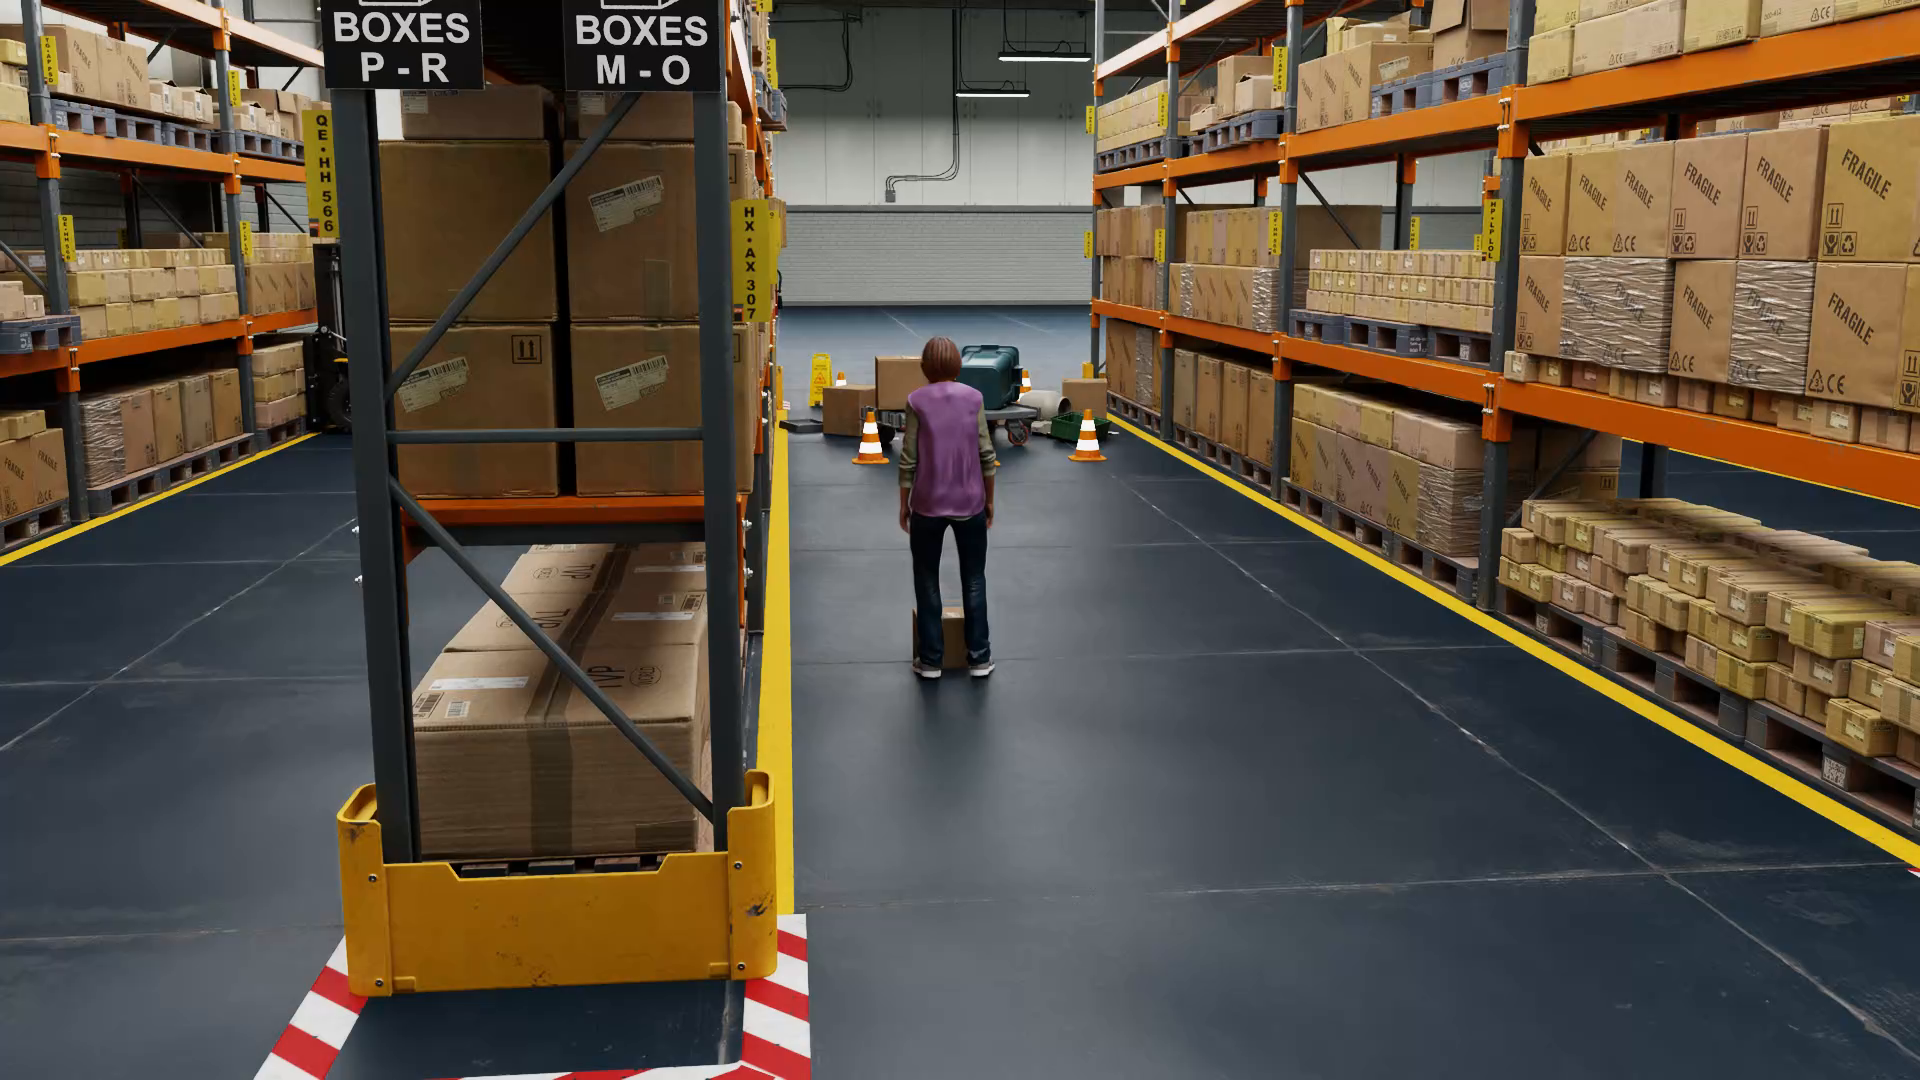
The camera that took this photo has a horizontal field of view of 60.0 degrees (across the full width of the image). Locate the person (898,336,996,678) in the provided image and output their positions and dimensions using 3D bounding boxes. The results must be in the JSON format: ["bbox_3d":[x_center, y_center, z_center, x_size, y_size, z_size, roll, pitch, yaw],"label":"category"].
[{"bbox_3d":[-0.057,-0.142,7.735,0.473,1.590,0.349,-2,10,-9],"label":"person"}]
